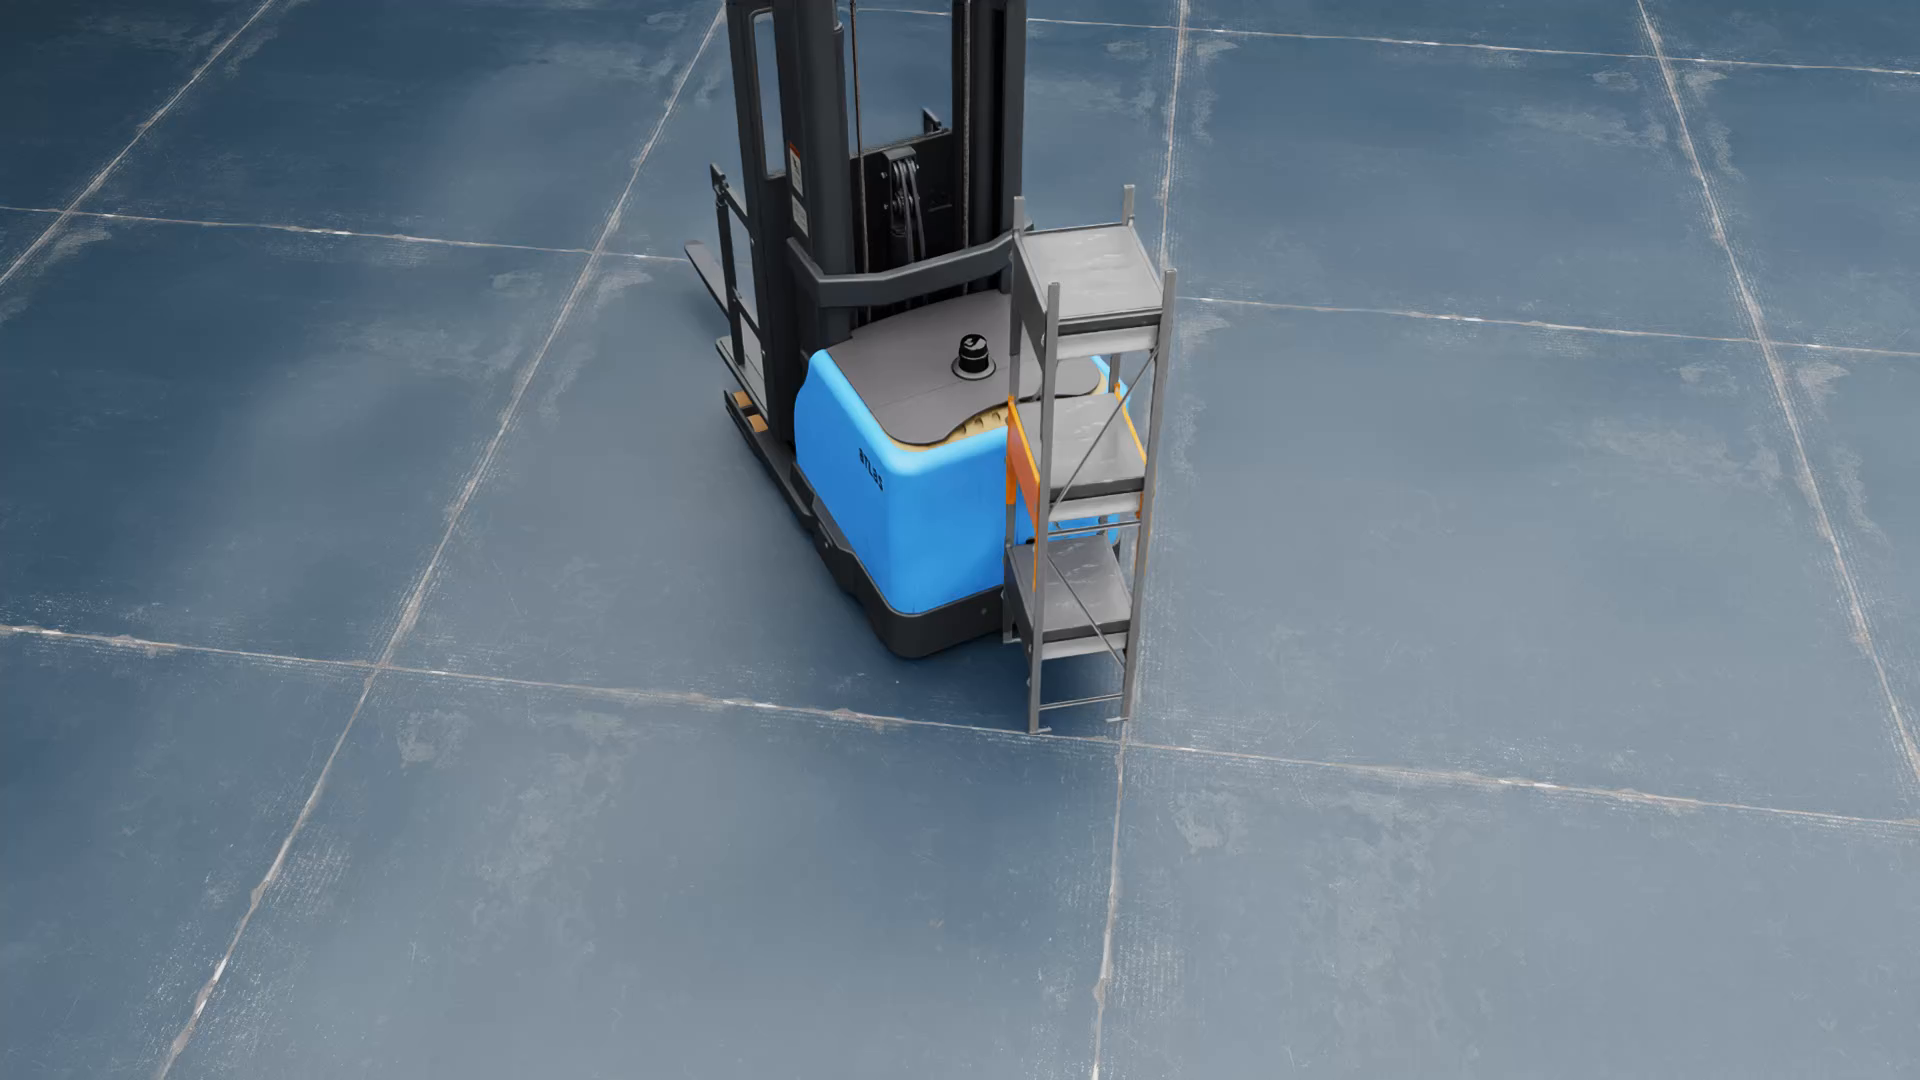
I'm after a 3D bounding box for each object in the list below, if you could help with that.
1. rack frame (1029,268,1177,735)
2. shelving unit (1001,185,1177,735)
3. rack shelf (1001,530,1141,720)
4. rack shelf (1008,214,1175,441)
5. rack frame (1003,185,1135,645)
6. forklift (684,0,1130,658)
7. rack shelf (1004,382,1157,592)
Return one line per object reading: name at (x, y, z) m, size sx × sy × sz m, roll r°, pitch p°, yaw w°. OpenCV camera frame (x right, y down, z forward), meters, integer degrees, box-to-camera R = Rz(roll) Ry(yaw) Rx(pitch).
rack frame at (0.464, -0.036, 5.761) m, size 0.400 × 2.100 × 0.015 m, roll -8°, pitch 44°, yaw -8°
shelving unit at (0.418, -0.201, 5.935) m, size 0.431 × 2.100 × 0.503 m, roll -8°, pitch 44°, yaw -8°
rack shelf at (0.418, 0.318, 6.425) m, size 0.431 × 0.518 × 0.480 m, roll -8°, pitch 44°, yaw -8°
rack shelf at (0.418, -0.699, 5.463) m, size 0.431 × 0.518 × 0.480 m, roll -8°, pitch 44°, yaw -8°
rack frame at (0.372, -0.365, 6.109) m, size 0.400 × 2.100 × 0.015 m, roll -8°, pitch 44°, yaw -8°
forklift at (-0.445, -1.607, 6.816) m, size 1.130 × 2.935 × 3.031 m, roll -19°, pitch 47°, yaw -19°
rack shelf at (0.418, -0.191, 5.944) m, size 0.431 × 0.518 × 0.480 m, roll -8°, pitch 44°, yaw -8°
